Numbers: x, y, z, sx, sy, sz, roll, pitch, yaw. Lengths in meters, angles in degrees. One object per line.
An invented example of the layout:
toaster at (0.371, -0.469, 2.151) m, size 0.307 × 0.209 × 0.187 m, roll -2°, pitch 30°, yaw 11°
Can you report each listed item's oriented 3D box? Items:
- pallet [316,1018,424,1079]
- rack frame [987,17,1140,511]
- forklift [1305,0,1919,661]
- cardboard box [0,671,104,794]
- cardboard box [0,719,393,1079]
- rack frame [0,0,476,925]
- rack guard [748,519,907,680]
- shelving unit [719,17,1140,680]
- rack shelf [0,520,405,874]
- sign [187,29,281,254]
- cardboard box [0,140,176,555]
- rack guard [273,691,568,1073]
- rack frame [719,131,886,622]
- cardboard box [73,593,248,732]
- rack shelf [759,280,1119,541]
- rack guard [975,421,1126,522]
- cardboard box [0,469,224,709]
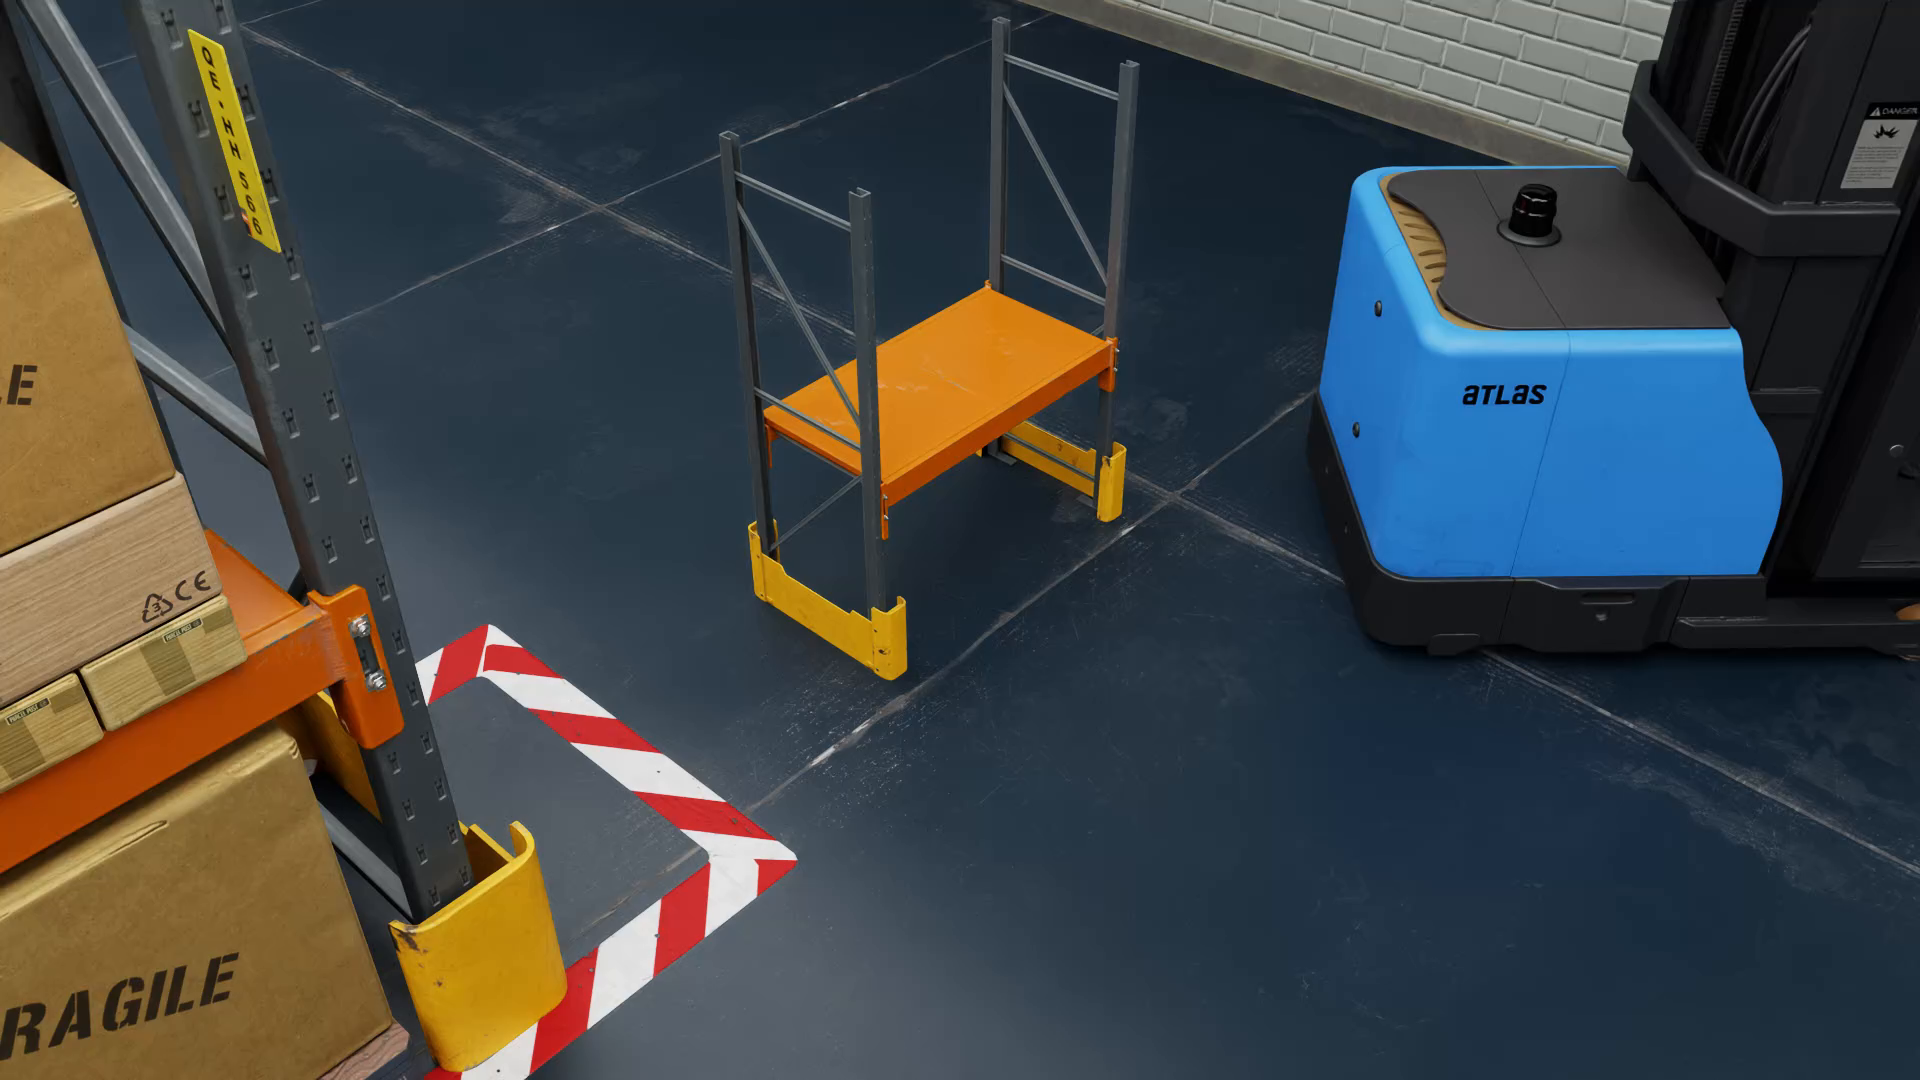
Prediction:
pallet at (-1.942, 1.220, 3.546) m, size 1.003 × 0.211 × 1.213 m, roll 30°, pitch 47°, yaw 32°
rack frame at (0.285, -0.781, 5.028) m, size 0.500 × 1.500 × 0.032 m, roll 30°, pitch 47°, yaw 32°
forklift at (2.664, -1.130, 4.316) m, size 3.031 × 2.935 × 1.130 m, roll -1°, pitch 38°, yaw -1°
cardboard box at (-1.632, 0.249, 2.729) m, size 0.380 × 0.149 × 0.250 m, roll 30°, pitch 47°, yaw 32°
cardboard box at (-1.833, 0.723, 3.300) m, size 0.875 × 0.875 × 0.875 m, roll 30°, pitch 47°, yaw 32°
rack frame at (-1.461, -0.272, 3.182) m, size 1.000 × 3.000 × 0.127 m, roll 30°, pitch 47°, yaw 32°
rack guard at (-0.387, 0.166, 4.840) m, size 0.587 × 0.250 × 0.087 m, roll 30°, pitch 47°, yaw 32°
shelving unit at (-0.051, -0.552, 4.739) m, size 0.587 × 1.500 × 1.083 m, roll 30°, pitch 47°, yaw 32°
rack shelf at (-2.810, 0.929, 2.250) m, size 1.077 × 0.370 × 4.000 m, roll 30°, pitch 47°, yaw 32°
sign at (-1.070, -0.583, 2.453) m, size 0.100 × 0.325 × 0.005 m, roll 30°, pitch 47°, yaw 32°
cardboard box at (-1.595, -0.289, 2.482) m, size 0.500 × 0.500 × 0.500 m, roll 30°, pitch 47°, yaw 32°
rack guard at (-1.445, 0.696, 3.974) m, size 1.175 × 0.500 × 0.348 m, roll 30°, pitch 47°, yaw 32°
rack frame at (-0.401, -0.314, 4.440) m, size 0.500 × 1.500 × 0.032 m, roll 30°, pitch 47°, yaw 32°
cardboard box at (-1.458, 0.128, 2.880) m, size 0.380 × 0.149 × 0.250 m, roll 31°, pitch 48°, yaw 33°
rack shelf at (-0.058, -0.407, 4.846) m, size 0.538 × 0.185 × 1.000 m, roll 30°, pitch 47°, yaw 32°
rack guard at (0.285, -0.292, 5.416) m, size 0.587 × 0.250 × 0.087 m, roll 30°, pitch 47°, yaw 32°
cardboard box at (-1.592, 0.005, 2.716) m, size 0.500 × 0.250 × 0.500 m, roll 29°, pitch 47°, yaw 31°
